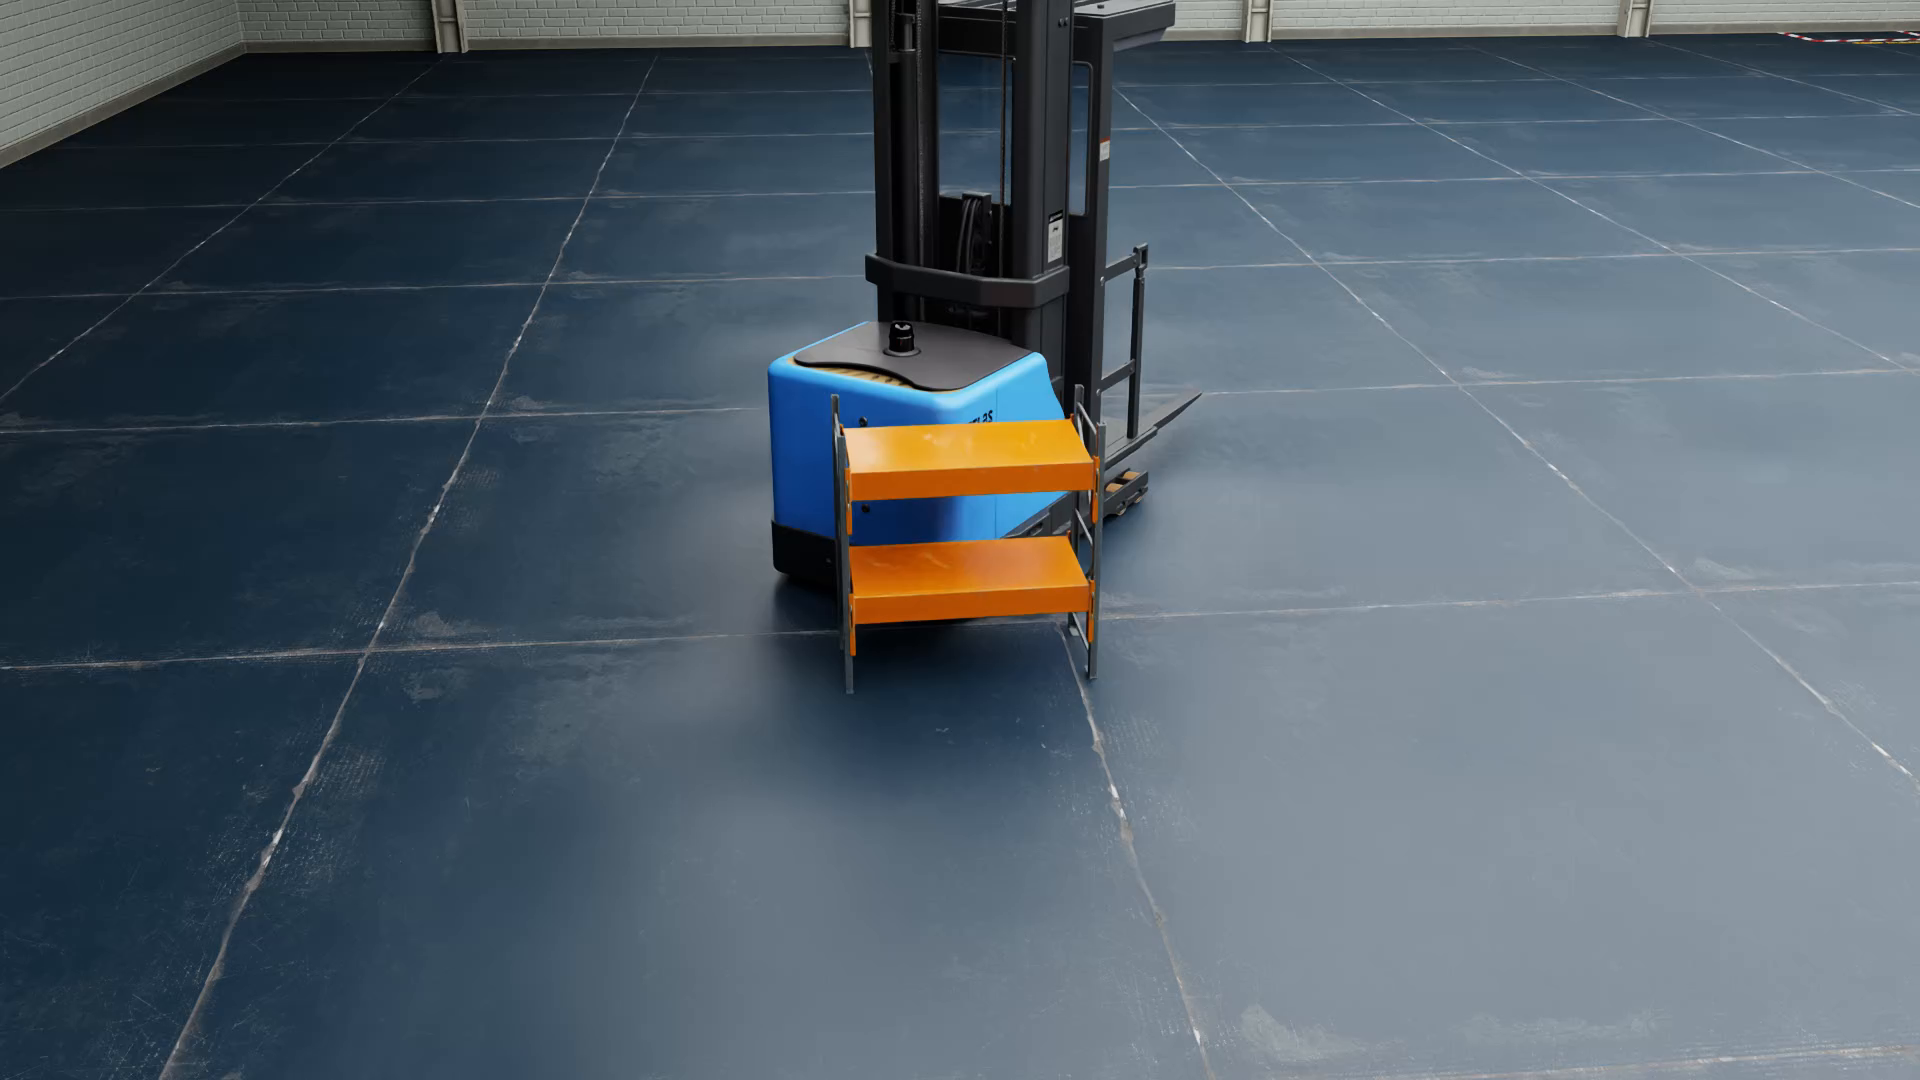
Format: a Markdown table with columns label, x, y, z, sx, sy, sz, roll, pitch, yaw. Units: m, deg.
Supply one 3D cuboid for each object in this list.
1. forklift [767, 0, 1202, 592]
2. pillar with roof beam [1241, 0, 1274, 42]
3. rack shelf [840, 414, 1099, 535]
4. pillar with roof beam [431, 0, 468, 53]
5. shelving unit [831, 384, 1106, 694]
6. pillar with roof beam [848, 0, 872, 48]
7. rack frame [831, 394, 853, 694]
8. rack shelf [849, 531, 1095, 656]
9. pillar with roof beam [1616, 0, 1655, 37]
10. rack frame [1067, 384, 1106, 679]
| label | x | y | z | sx | sy | sz | roll | pitch | yaw |
| --- | --- | --- | --- | --- | --- | --- | --- | --- | --- |
| forklift | 0.328 | -1.554 | 8.138 | 1.130 | 2.935 | 3.031 | 14 | 28 | 29 |
| pillar with roof beam | 4.944 | -10.005 | 19.681 | 0.400 | 9.000 | 9.100 | -2 | 24 | -5 |
| rack shelf | 0.020 | -0.275 | 6.764 | 1.000 | 0.278 | 0.538 | -3 | 24 | -7 |
| pillar with roof beam | -6.998 | -9.526 | 18.603 | 0.400 | 9.000 | 9.100 | -2 | 24 | -5 |
| shelving unit | 0.020 | -0.008 | 6.883 | 1.048 | 1.125 | 0.538 | -3 | 24 | -7 |
| pillar with roof beam | -1.027 | -9.766 | 19.142 | 0.400 | 9.000 | 9.100 | -2 | 24 | -5 |
| rack frame | -0.484 | 0.018 | 6.825 | 0.032 | 1.125 | 0.500 | -3 | 24 | -7 |
| rack shelf | 0.020 | 0.216 | 6.982 | 1.000 | 0.278 | 0.538 | -3 | 24 | -7 |
| pillar with roof beam | 10.915 | -10.245 | 20.219 | 0.400 | 9.000 | 9.100 | -2 | 24 | -5 |
| rack frame | 0.524 | -0.034 | 6.941 | 0.032 | 1.125 | 0.500 | -3 | 24 | -7 |
